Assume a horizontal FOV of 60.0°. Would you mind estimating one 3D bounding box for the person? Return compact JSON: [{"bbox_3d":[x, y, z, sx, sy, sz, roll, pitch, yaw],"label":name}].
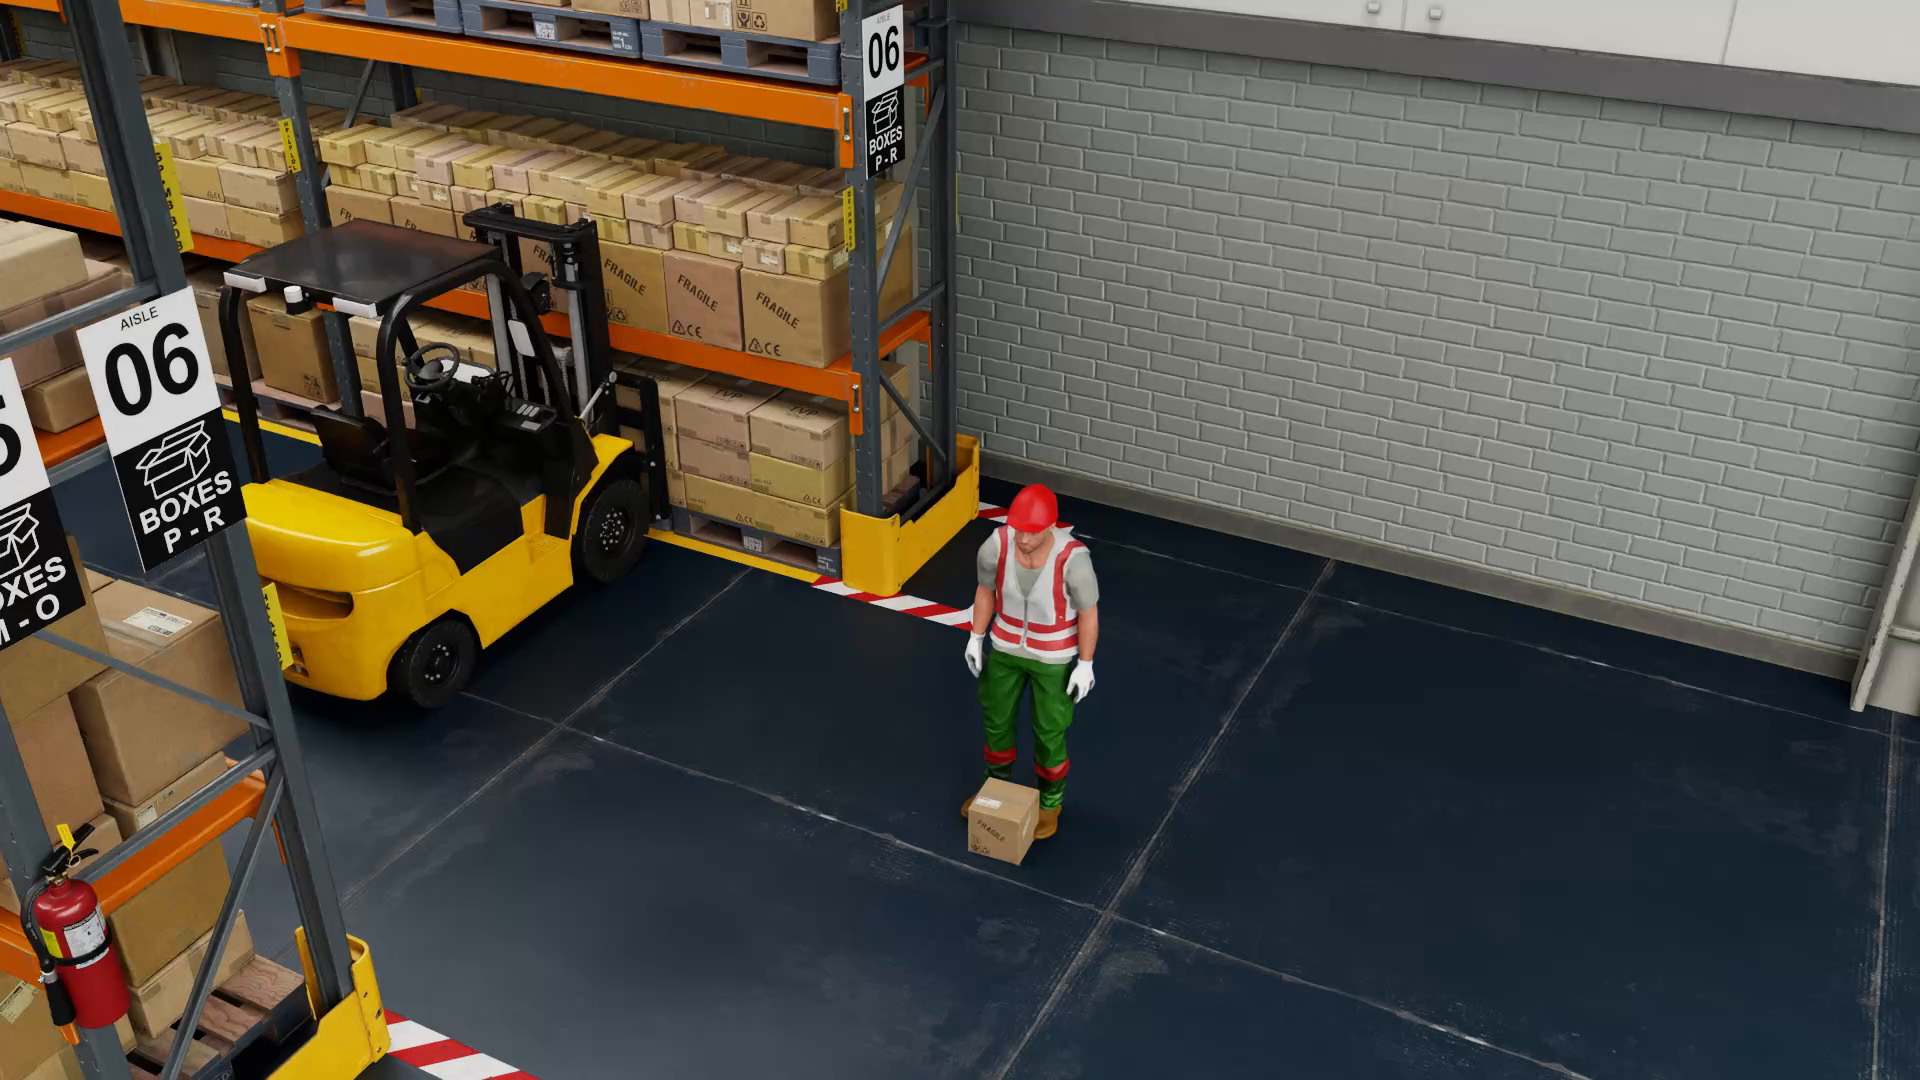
[{"bbox_3d":[0.308,0.519,7.375,0.609,1.777,0.453,13,32,21],"label":"person"}]
